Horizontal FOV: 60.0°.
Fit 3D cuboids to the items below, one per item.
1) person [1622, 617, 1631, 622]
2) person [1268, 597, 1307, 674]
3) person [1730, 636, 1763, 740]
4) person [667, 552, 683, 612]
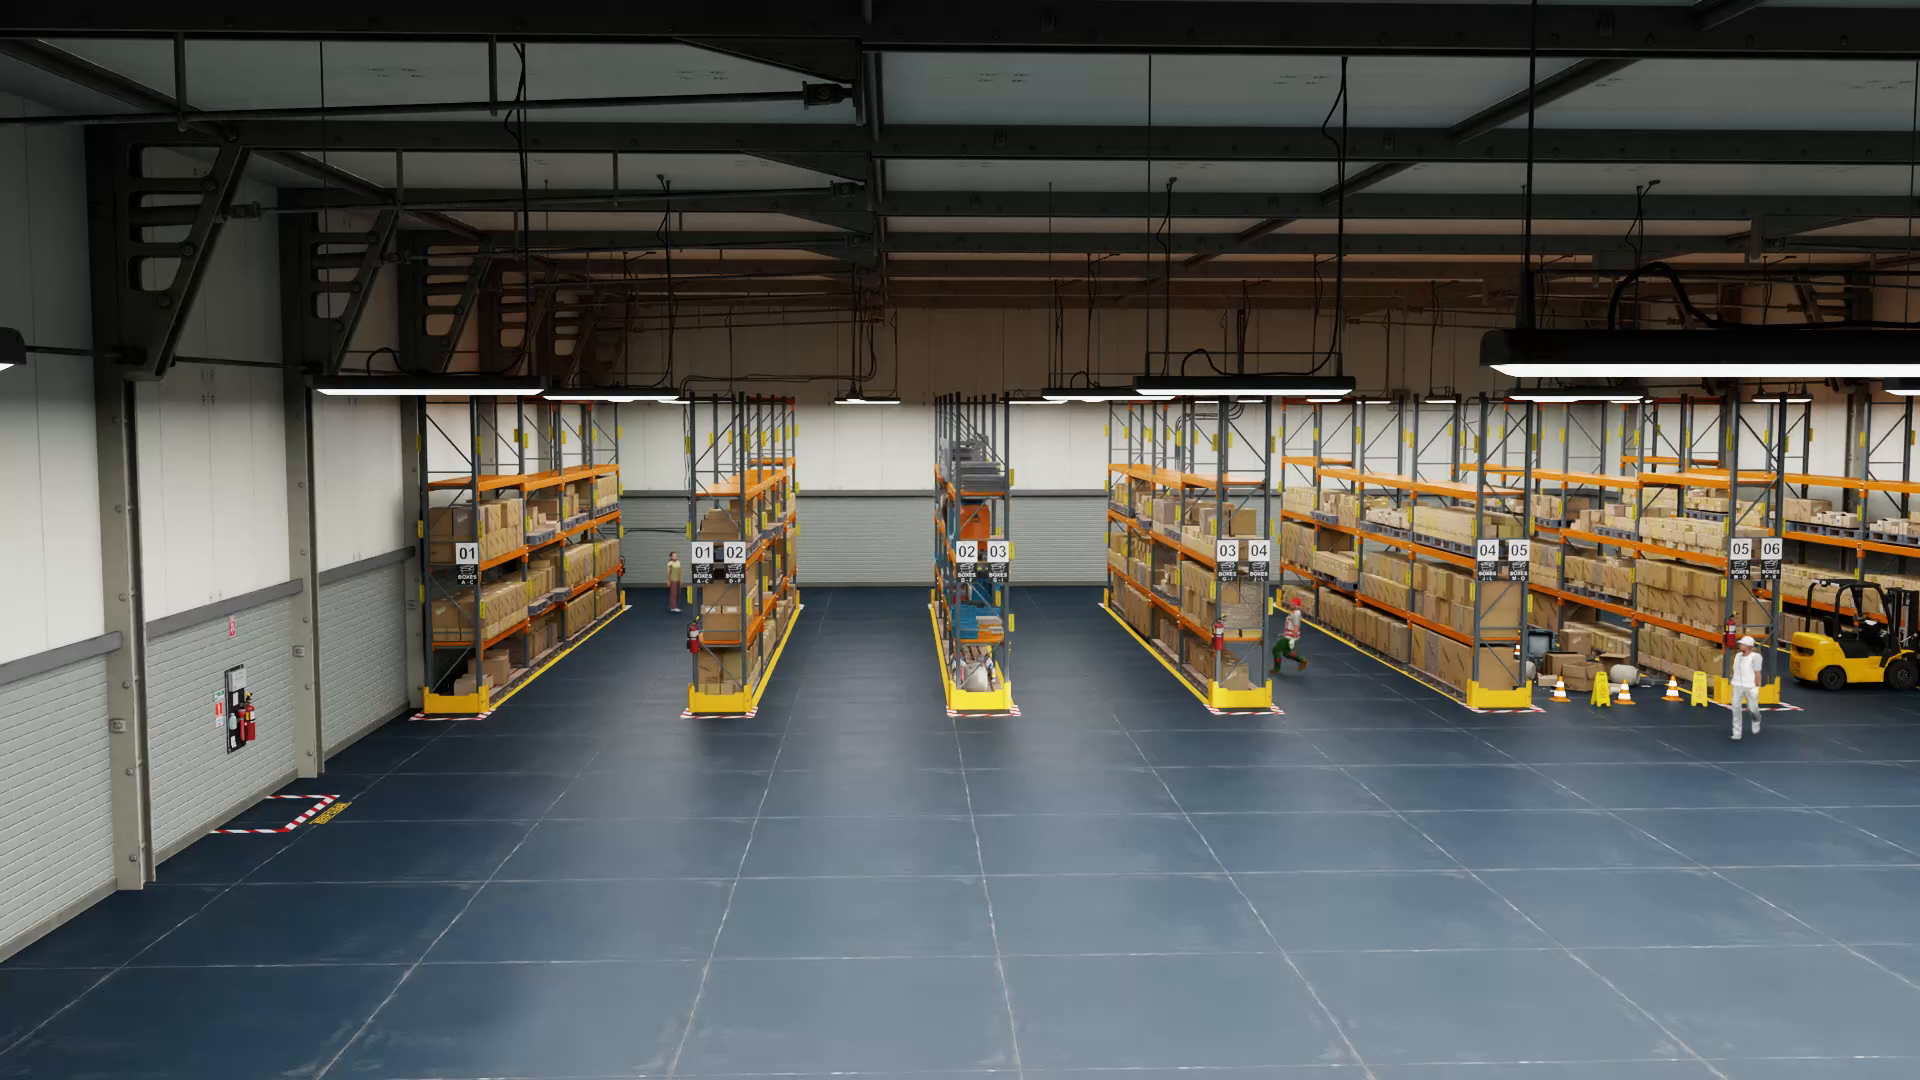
[{"bbox_3d":[17.852,1.379,44.362,0.372,1.603,0.459,1,5,13],"label":"person"},{"bbox_3d":[6.994,2.052,35.554,0.861,1.666,0.568,2,5,25],"label":"person"},{"bbox_3d":[13.545,2.530,28.618,0.493,1.771,0.751,4,6,39],"label":"person"},{"bbox_3d":[-7.963,1.168,46.523,0.396,1.699,0.485,2,5,18],"label":"person"}]
